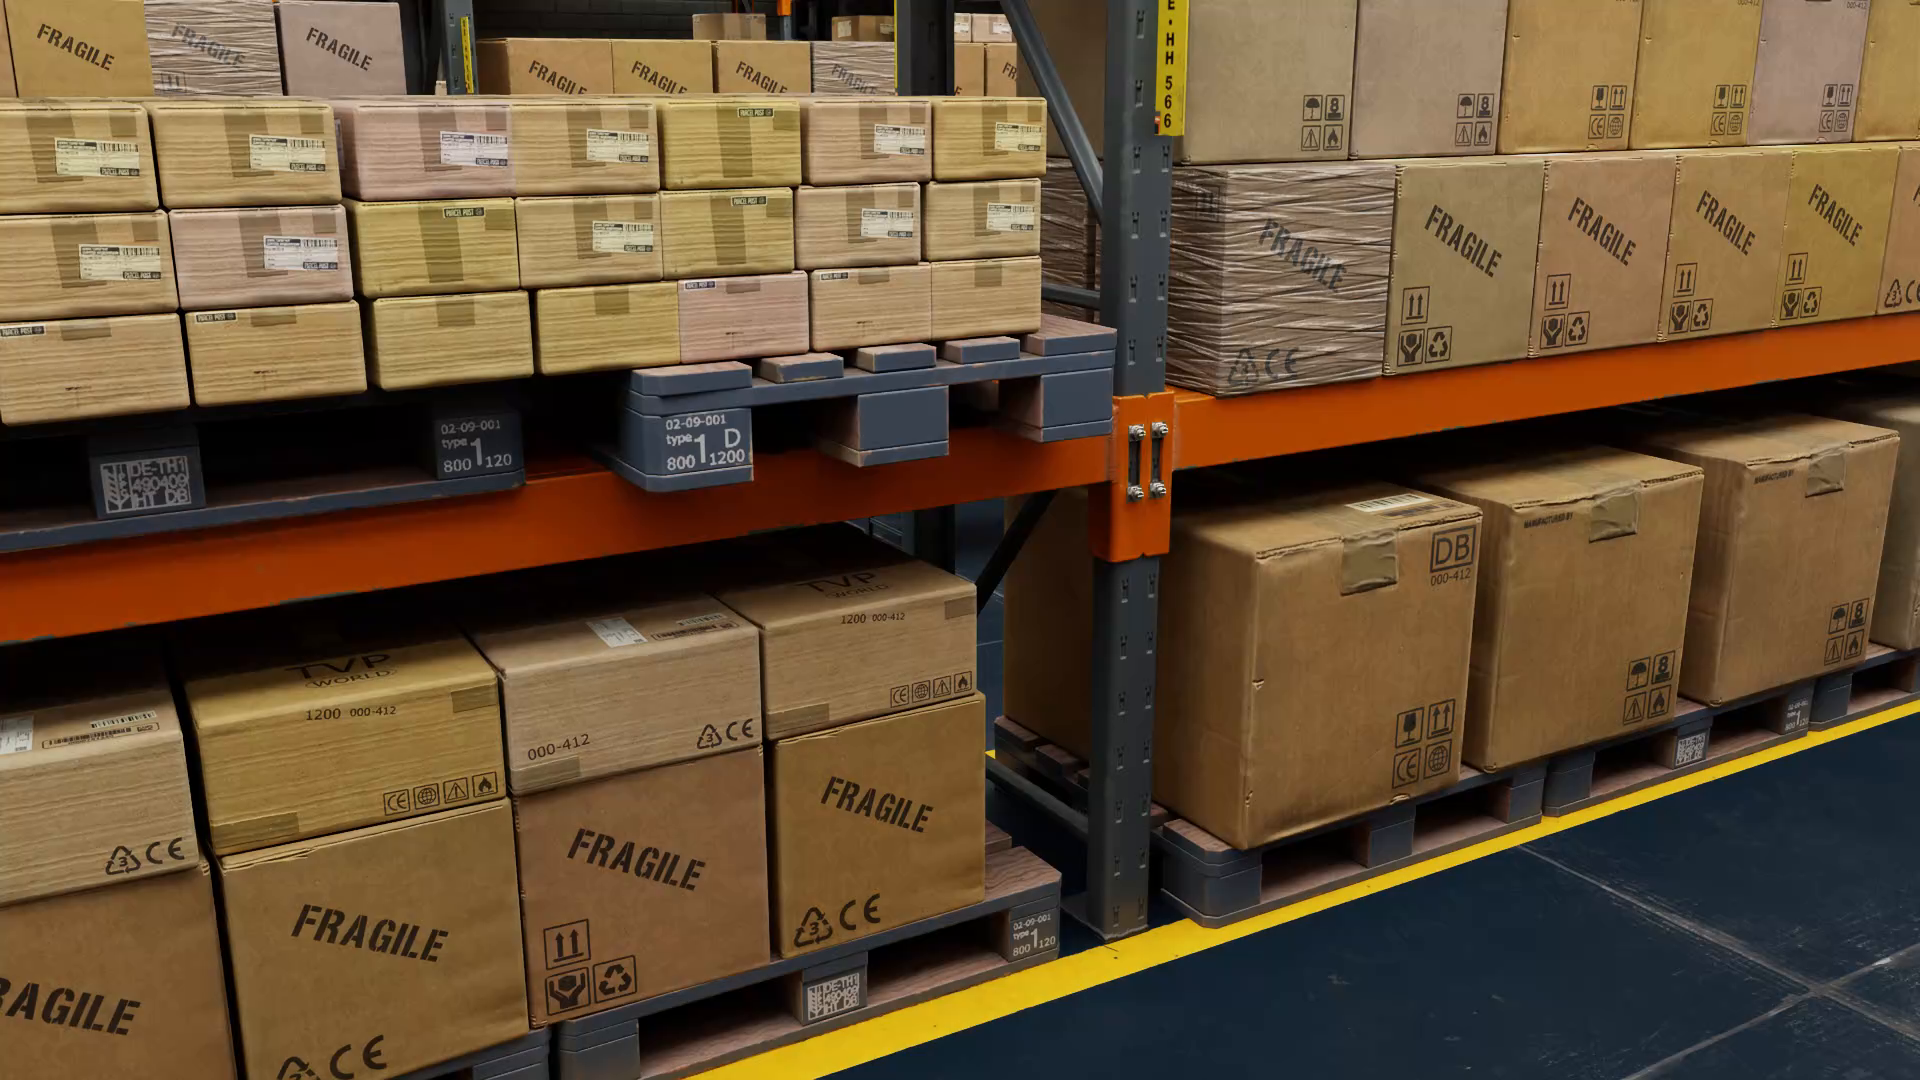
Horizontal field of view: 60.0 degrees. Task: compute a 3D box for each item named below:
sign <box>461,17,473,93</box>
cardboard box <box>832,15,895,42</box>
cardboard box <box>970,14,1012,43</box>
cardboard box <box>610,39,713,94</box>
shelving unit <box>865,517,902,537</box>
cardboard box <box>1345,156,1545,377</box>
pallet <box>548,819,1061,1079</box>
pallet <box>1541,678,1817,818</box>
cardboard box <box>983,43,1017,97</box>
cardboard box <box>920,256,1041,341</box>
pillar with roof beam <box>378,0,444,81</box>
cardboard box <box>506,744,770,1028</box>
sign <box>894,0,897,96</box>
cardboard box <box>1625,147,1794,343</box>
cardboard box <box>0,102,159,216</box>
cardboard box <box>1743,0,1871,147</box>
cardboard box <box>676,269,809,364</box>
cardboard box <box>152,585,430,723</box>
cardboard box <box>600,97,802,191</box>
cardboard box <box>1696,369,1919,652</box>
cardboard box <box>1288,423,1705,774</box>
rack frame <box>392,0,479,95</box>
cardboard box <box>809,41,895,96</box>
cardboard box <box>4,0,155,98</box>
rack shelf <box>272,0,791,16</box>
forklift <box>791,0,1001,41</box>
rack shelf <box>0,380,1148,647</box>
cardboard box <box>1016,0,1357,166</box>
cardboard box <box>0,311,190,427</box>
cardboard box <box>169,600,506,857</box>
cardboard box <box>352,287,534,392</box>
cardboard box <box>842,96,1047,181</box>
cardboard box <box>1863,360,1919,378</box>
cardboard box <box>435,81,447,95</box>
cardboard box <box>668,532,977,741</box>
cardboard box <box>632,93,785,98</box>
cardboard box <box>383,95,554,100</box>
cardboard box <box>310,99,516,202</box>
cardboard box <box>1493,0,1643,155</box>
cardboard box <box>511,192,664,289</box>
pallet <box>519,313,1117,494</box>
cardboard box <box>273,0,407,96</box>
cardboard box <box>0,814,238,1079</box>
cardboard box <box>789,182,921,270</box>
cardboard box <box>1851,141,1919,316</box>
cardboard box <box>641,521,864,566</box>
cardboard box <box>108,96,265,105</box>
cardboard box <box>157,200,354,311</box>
[{"bbox_3d":[-2.202,-2.164,7.427,0.005,0.325,0.100,-9,18,-30],"label":"sign"},{"bbox_3d":[-0.525,-2.838,9.260,0.250,0.149,0.380,-8,18,-27],"label":"cardboard box"},{"bbox_3d":[0.075,-2.781,9.057,0.250,0.149,0.380,-10,18,-31],"label":"cardboard box"},{"bbox_3d":[-1.543,-2.211,8.226,0.500,0.500,0.500,-8,18,-27],"label":"cardboard box"},{"bbox_3d":[0.006,-0.723,7.211,0.755,1.500,0.431,-9,18,-30],"label":"shelving unit"},{"bbox_3d":[1.104,-0.723,4.245,0.500,0.500,0.500,-9,18,-30],"label":"cardboard box"},{"bbox_3d":[-0.525,0.848,3.994,1.213,0.211,1.003,-9,18,-30],"label":"pallet"},{"bbox_3d":[1.905,0.479,5.310,1.213,0.211,1.003,-9,18,-30],"label":"pallet"},{"bbox_3d":[0.236,-2.497,9.247,0.500,0.500,0.500,-9,18,-29],"label":"cardboard box"},{"bbox_3d":[-0.041,-0.509,3.357,0.250,0.149,0.380,-9,18,-29],"label":"cardboard box"},{"bbox_3d":[-2.180,-5.165,9.162,0.400,9.000,9.100,-9,18,-30],"label":"pillar with roof beam"},{"bbox_3d":[-0.731,0.622,3.488,0.500,0.500,0.500,-8,18,-27],"label":"cardboard box"},{"bbox_3d":[-0.143,-1.289,4.304,0.005,0.325,0.100,-9,18,-30],"label":"sign"},{"bbox_3d":[1.964,-0.861,4.740,0.500,0.500,0.500,-9,18,-30],"label":"cardboard box"},{"bbox_3d":[-1.372,-0.581,2.512,0.250,0.149,0.380,-9,18,-28],"label":"cardboard box"},{"bbox_3d":[2.278,-1.476,5.081,0.500,0.500,0.700,-9,18,-29],"label":"cardboard box"},{"bbox_3d":[-0.475,-0.440,3.108,0.250,0.149,0.380,-9,18,-29],"label":"cardboard box"},{"bbox_3d":[-1.436,0.213,3.555,0.500,0.250,0.500,-9,18,-29],"label":"cardboard box"},{"bbox_3d":[-0.480,-0.726,3.027,0.250,0.149,0.380,-9,18,-28],"label":"cardboard box"},{"bbox_3d":[3.088,-0.171,5.853,0.750,0.750,1.050,-9,18,-30],"label":"cardboard box"},{"bbox_3d":[1.461,0.092,4.915,0.750,0.750,1.050,-9,18,-29],"label":"cardboard box"},{"bbox_3d":[-2.490,-1.734,8.040,0.127,3.000,1.000,-9,18,-30],"label":"rack frame"},{"bbox_3d":[-0.658,-2.354,8.736,0.500,0.500,0.500,-10,19,-32],"label":"cardboard box"},{"bbox_3d":[-3.664,-1.991,6.917,0.500,0.500,0.500,-9,18,-30],"label":"cardboard box"},{"bbox_3d":[-3.336,-4.258,12.819,4.000,0.370,1.077,-9,18,-30],"label":"rack shelf"},{"bbox_3d":[-0.373,-2.794,11.946,3.031,2.935,1.130,-9,18,-30],"label":"forklift"},{"bbox_3d":[-1.569,0.021,3.109,4.000,0.370,1.077,-9,18,-30],"label":"rack shelf"},{"bbox_3d":[0.535,-1.193,4.070,0.500,0.500,0.700,-9,18,-30],"label":"cardboard box"},{"bbox_3d":[-1.375,-0.294,2.588,0.250,0.149,0.380,-10,19,-32],"label":"cardboard box"},{"bbox_3d":[-1.177,0.333,3.130,0.500,0.250,0.500,-9,18,-28],"label":"cardboard box"},{"bbox_3d":[-0.920,-0.368,2.852,0.250,0.149,0.380,-10,19,-32],"label":"cardboard box"},{"bbox_3d":[-0.039,-0.797,3.280,0.250,0.149,0.380,-10,19,-32],"label":"cardboard box"},{"bbox_3d":[4.149,-0.410,6.472,0.875,0.875,0.875,-9,18,-29],"label":"cardboard box"},{"bbox_3d":[-3.972,-3.337,12.371,0.250,0.149,0.380,-9,18,-29],"label":"cardboard box"},{"bbox_3d":[-0.306,0.193,3.628,0.500,0.250,0.500,-10,18,-31],"label":"cardboard box"},{"bbox_3d":[-0.579,-0.913,3.696,0.250,0.149,0.380,-10,18,-31],"label":"cardboard box"},{"bbox_3d":[-1.019,-0.844,3.447,0.250,0.149,0.380,-10,19,-32],"label":"cardboard box"},{"bbox_3d":[-0.916,-0.656,2.777,0.250,0.149,0.380,-9,18,-30],"label":"cardboard box"},{"bbox_3d":[1.407,-1.335,4.578,0.500,0.500,0.700,-10,18,-31],"label":"cardboard box"},{"bbox_3d":[-0.710,-0.544,2.930,0.250,0.149,0.380,-9,18,-30],"label":"cardboard box"},{"bbox_3d":[-0.411,-0.387,3.589,1.003,0.211,1.213,-9,18,-30],"label":"pallet"},{"bbox_3d":[-2.799,-2.132,7.419,0.500,0.500,0.500,-10,18,-31],"label":"cardboard box"},{"bbox_3d":[-1.619,0.763,2.983,0.500,0.500,0.500,-9,18,-29],"label":"cardboard box"},{"bbox_3d":[-0.271,-0.616,3.187,0.250,0.149,0.380,-8,18,-28],"label":"cardboard box"},{"bbox_3d":[2.831,-1.003,5.244,0.500,0.500,0.500,-9,18,-30],"label":"cardboard box"},{"bbox_3d":[-0.570,0.077,4.042,0.500,0.250,0.500,-10,19,-32],"label":"cardboard box"},{"bbox_3d":[-1.476,-0.768,3.179,0.250,0.149,0.380,-9,18,-28],"label":"cardboard box"},{"bbox_3d":[-1.148,-0.474,2.679,0.250,0.149,0.380,-9,18,-28],"label":"cardboard box"}]
